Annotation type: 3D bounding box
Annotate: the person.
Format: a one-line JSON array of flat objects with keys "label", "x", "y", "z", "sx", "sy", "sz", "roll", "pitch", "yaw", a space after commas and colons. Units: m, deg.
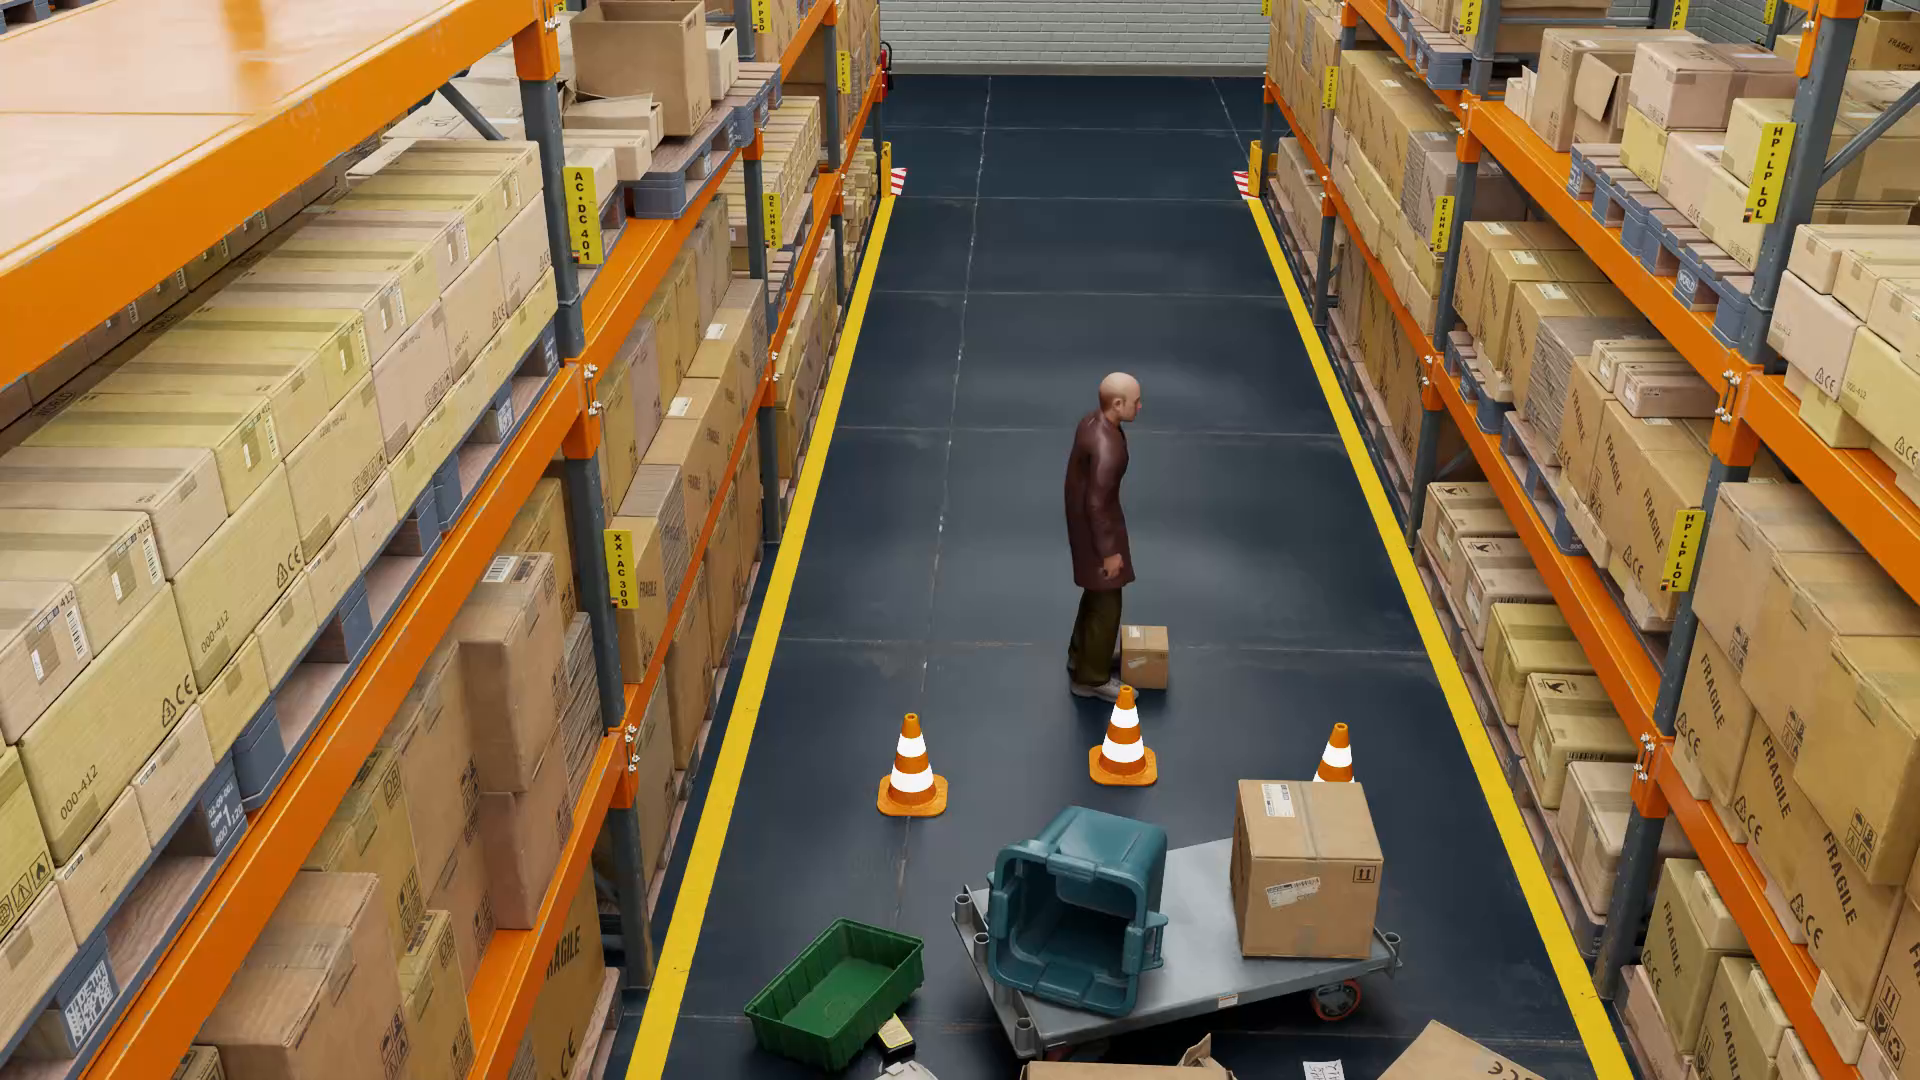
[{"label": "person", "x": 0.753, "y": -0.036, "z": 8.706, "sx": 0.427, "sy": 1.774, "sz": 0.644, "roll": 1, "pitch": 28, "yaw": 2}]
